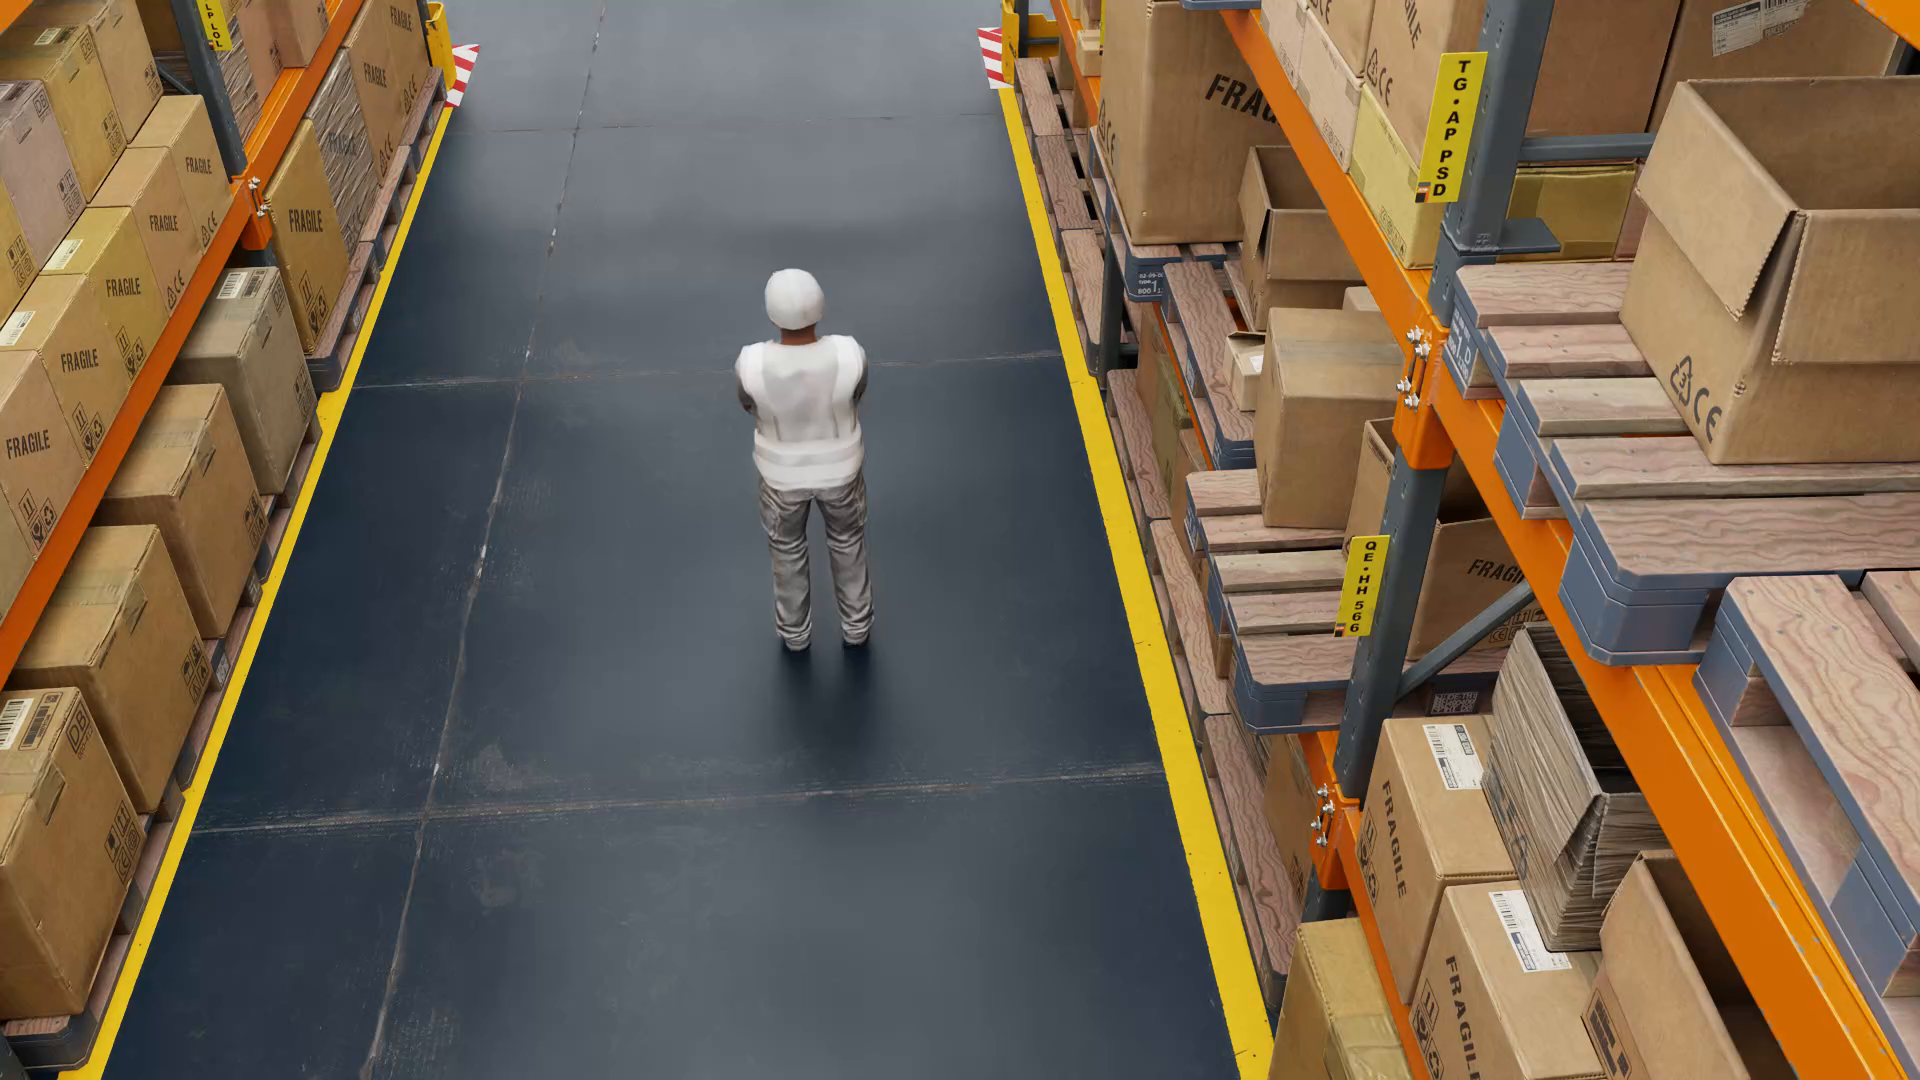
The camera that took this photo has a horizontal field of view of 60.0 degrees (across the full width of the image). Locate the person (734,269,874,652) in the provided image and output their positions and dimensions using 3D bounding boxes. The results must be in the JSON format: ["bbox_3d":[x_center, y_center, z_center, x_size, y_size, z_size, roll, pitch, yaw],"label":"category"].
[{"bbox_3d":[-0.612,-0.352,6.575,0.497,1.786,0.572,-6,39,-7],"label":"person"}]
